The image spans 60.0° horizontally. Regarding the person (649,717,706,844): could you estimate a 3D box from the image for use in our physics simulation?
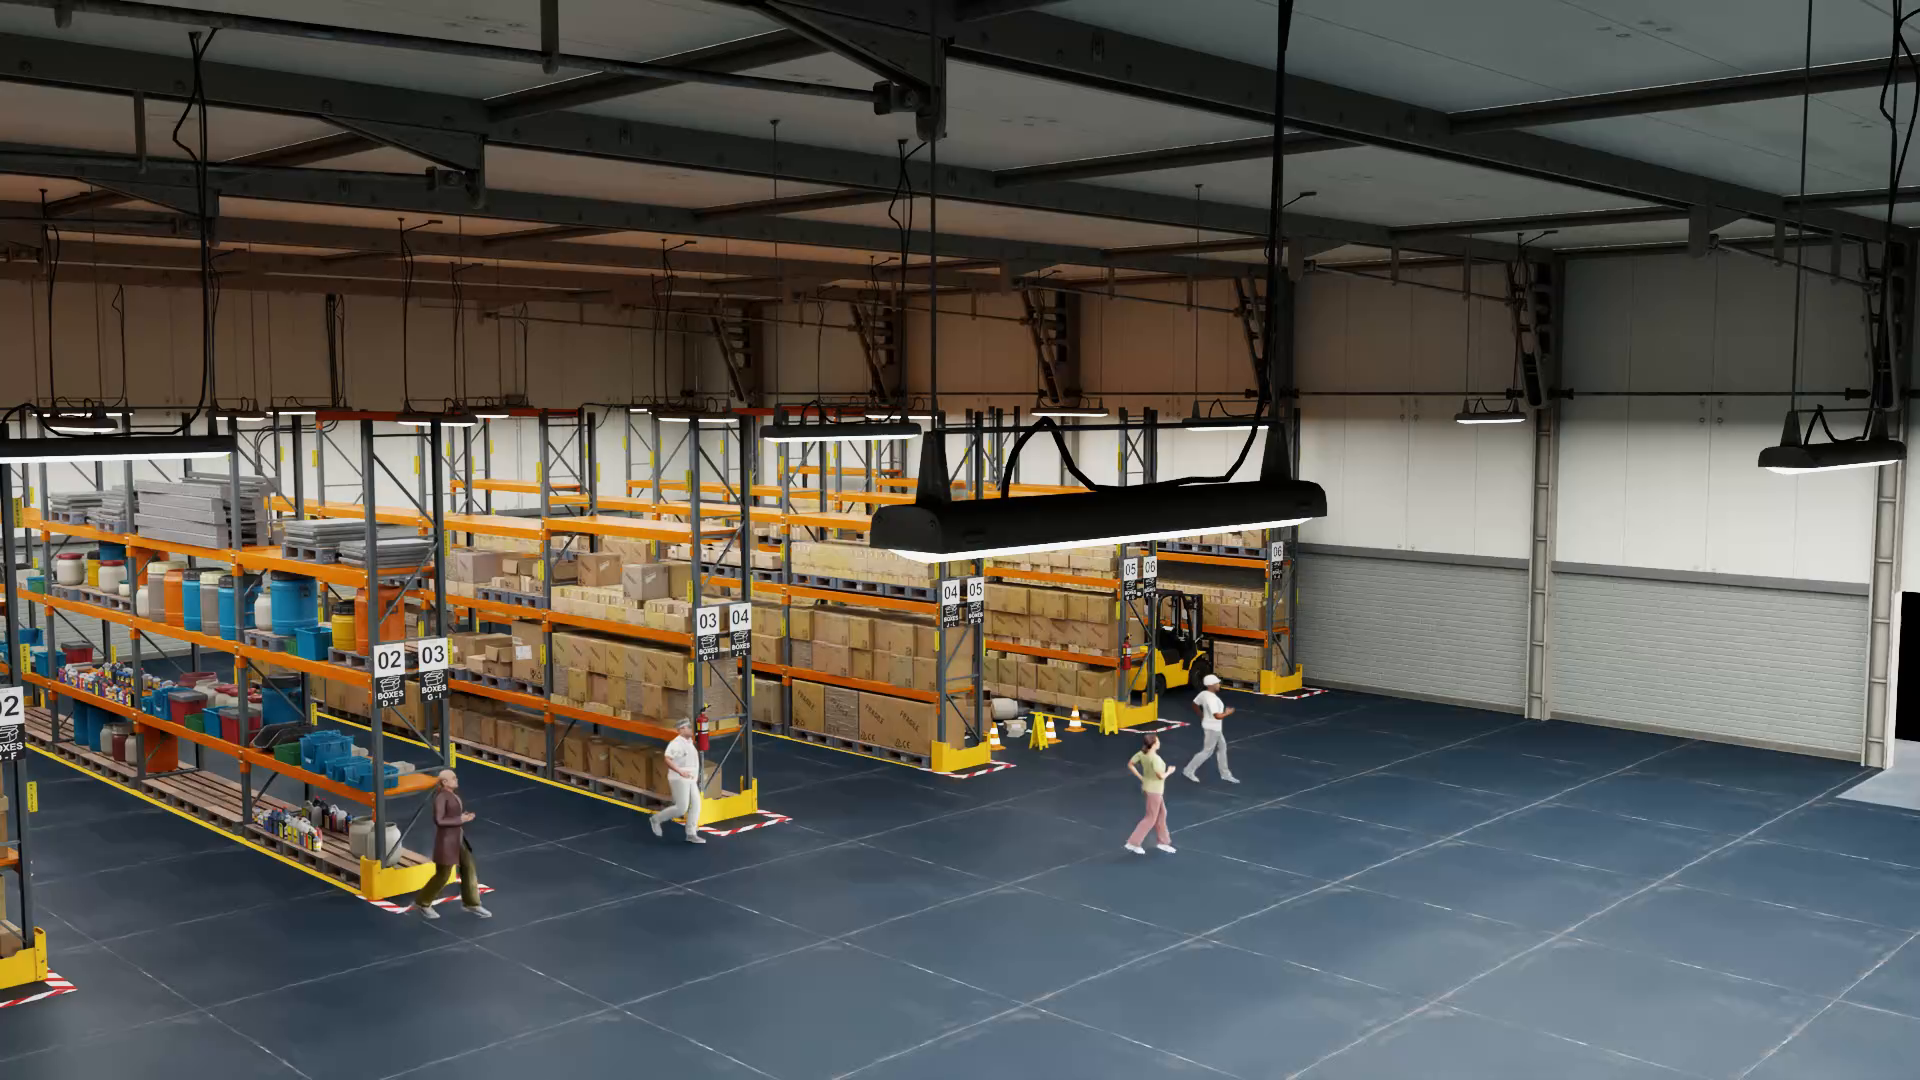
[{"bbox_3d":[-3.916,3.382,23.585,0.845,1.733,0.719,2,5,17],"label":"person"}]

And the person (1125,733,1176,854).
[{"bbox_3d":[2.615,3.472,22.656,0.814,1.703,0.565,-2,5,-19],"label":"person"}]

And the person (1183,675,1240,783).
[{"bbox_3d":[4.061,3.051,26.789,0.945,1.775,0.691,0,5,1],"label":"person"}]

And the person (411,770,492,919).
[{"bbox_3d":[-6.118,3.659,19.956,0.923,1.816,0.715,0,5,2],"label":"person"}]
